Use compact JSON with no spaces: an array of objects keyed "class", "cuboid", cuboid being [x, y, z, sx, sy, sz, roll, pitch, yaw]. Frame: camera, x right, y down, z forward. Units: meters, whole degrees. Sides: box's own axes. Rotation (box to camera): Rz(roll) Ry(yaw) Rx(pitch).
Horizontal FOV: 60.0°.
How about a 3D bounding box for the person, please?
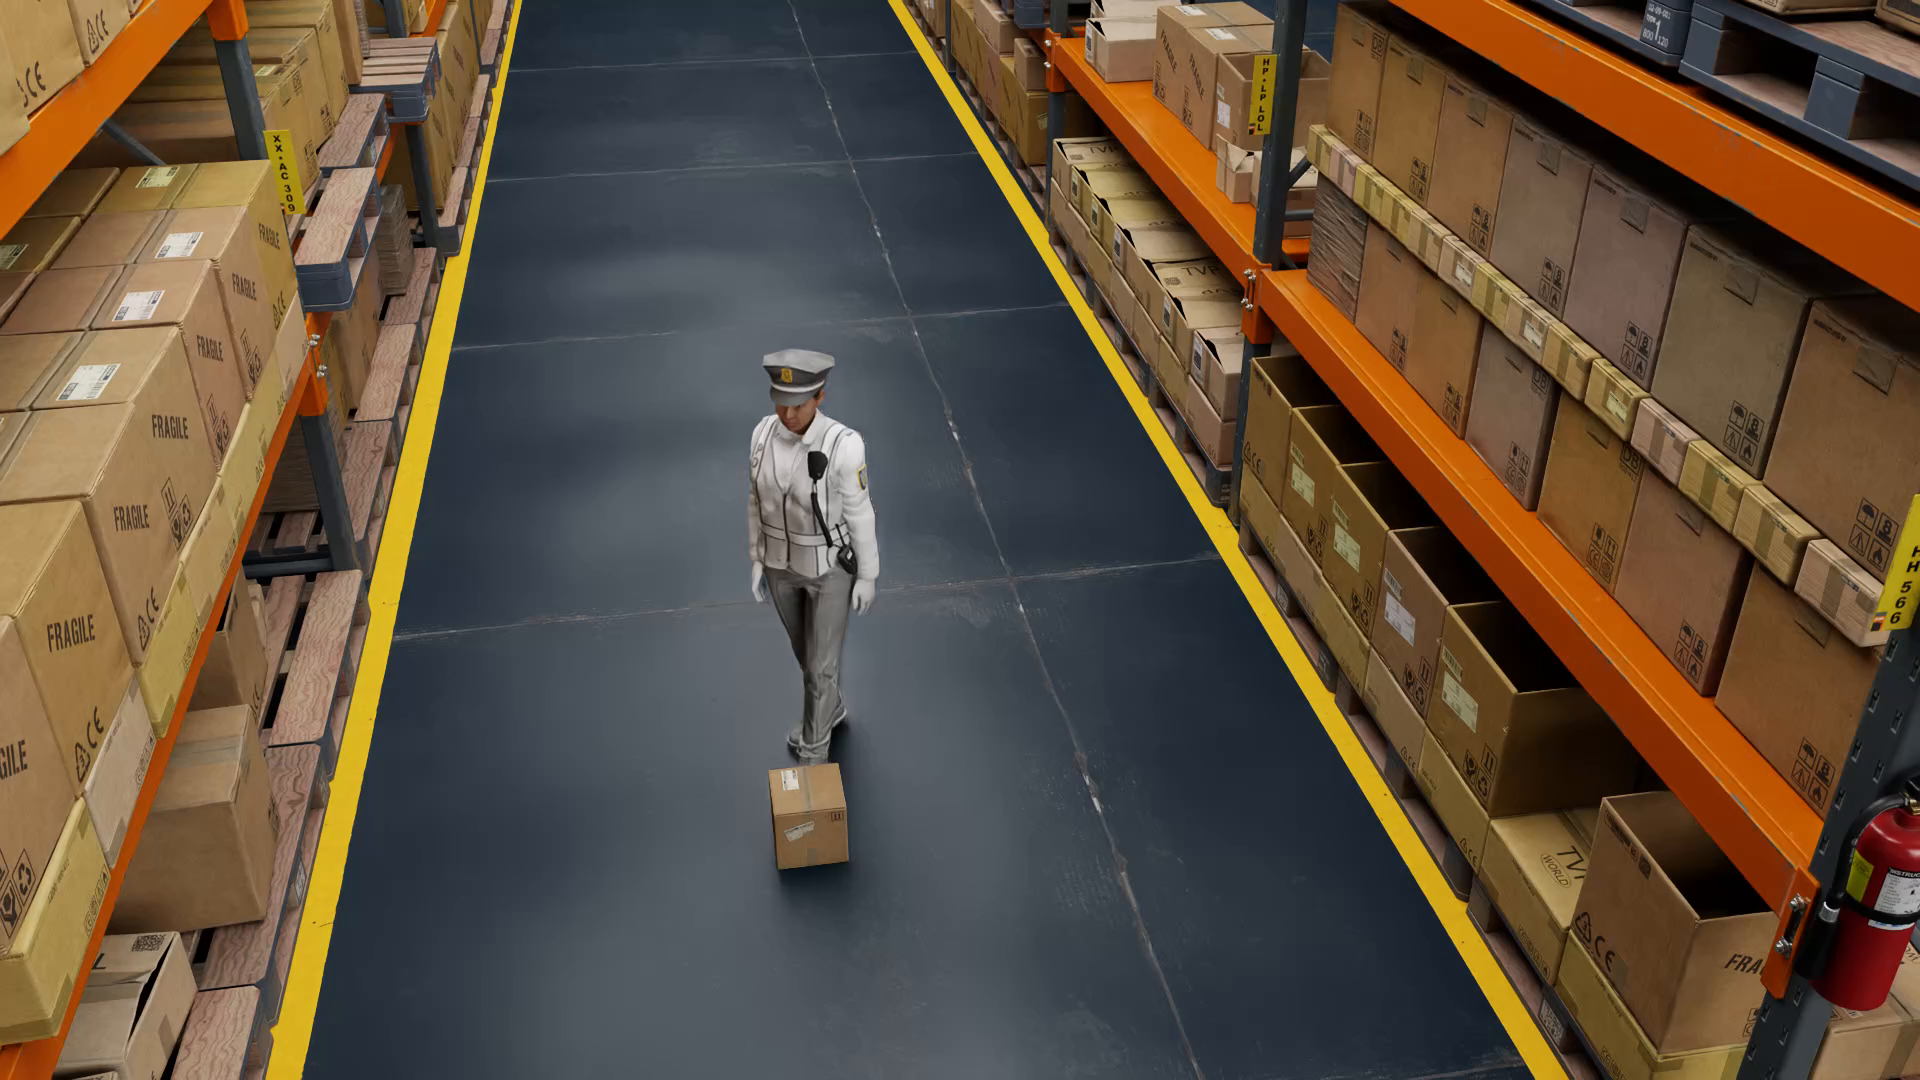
[{"class":"person","cuboid":[-0.545,0.119,5.909,0.500,1.669,0.560,14,34,22]}]
